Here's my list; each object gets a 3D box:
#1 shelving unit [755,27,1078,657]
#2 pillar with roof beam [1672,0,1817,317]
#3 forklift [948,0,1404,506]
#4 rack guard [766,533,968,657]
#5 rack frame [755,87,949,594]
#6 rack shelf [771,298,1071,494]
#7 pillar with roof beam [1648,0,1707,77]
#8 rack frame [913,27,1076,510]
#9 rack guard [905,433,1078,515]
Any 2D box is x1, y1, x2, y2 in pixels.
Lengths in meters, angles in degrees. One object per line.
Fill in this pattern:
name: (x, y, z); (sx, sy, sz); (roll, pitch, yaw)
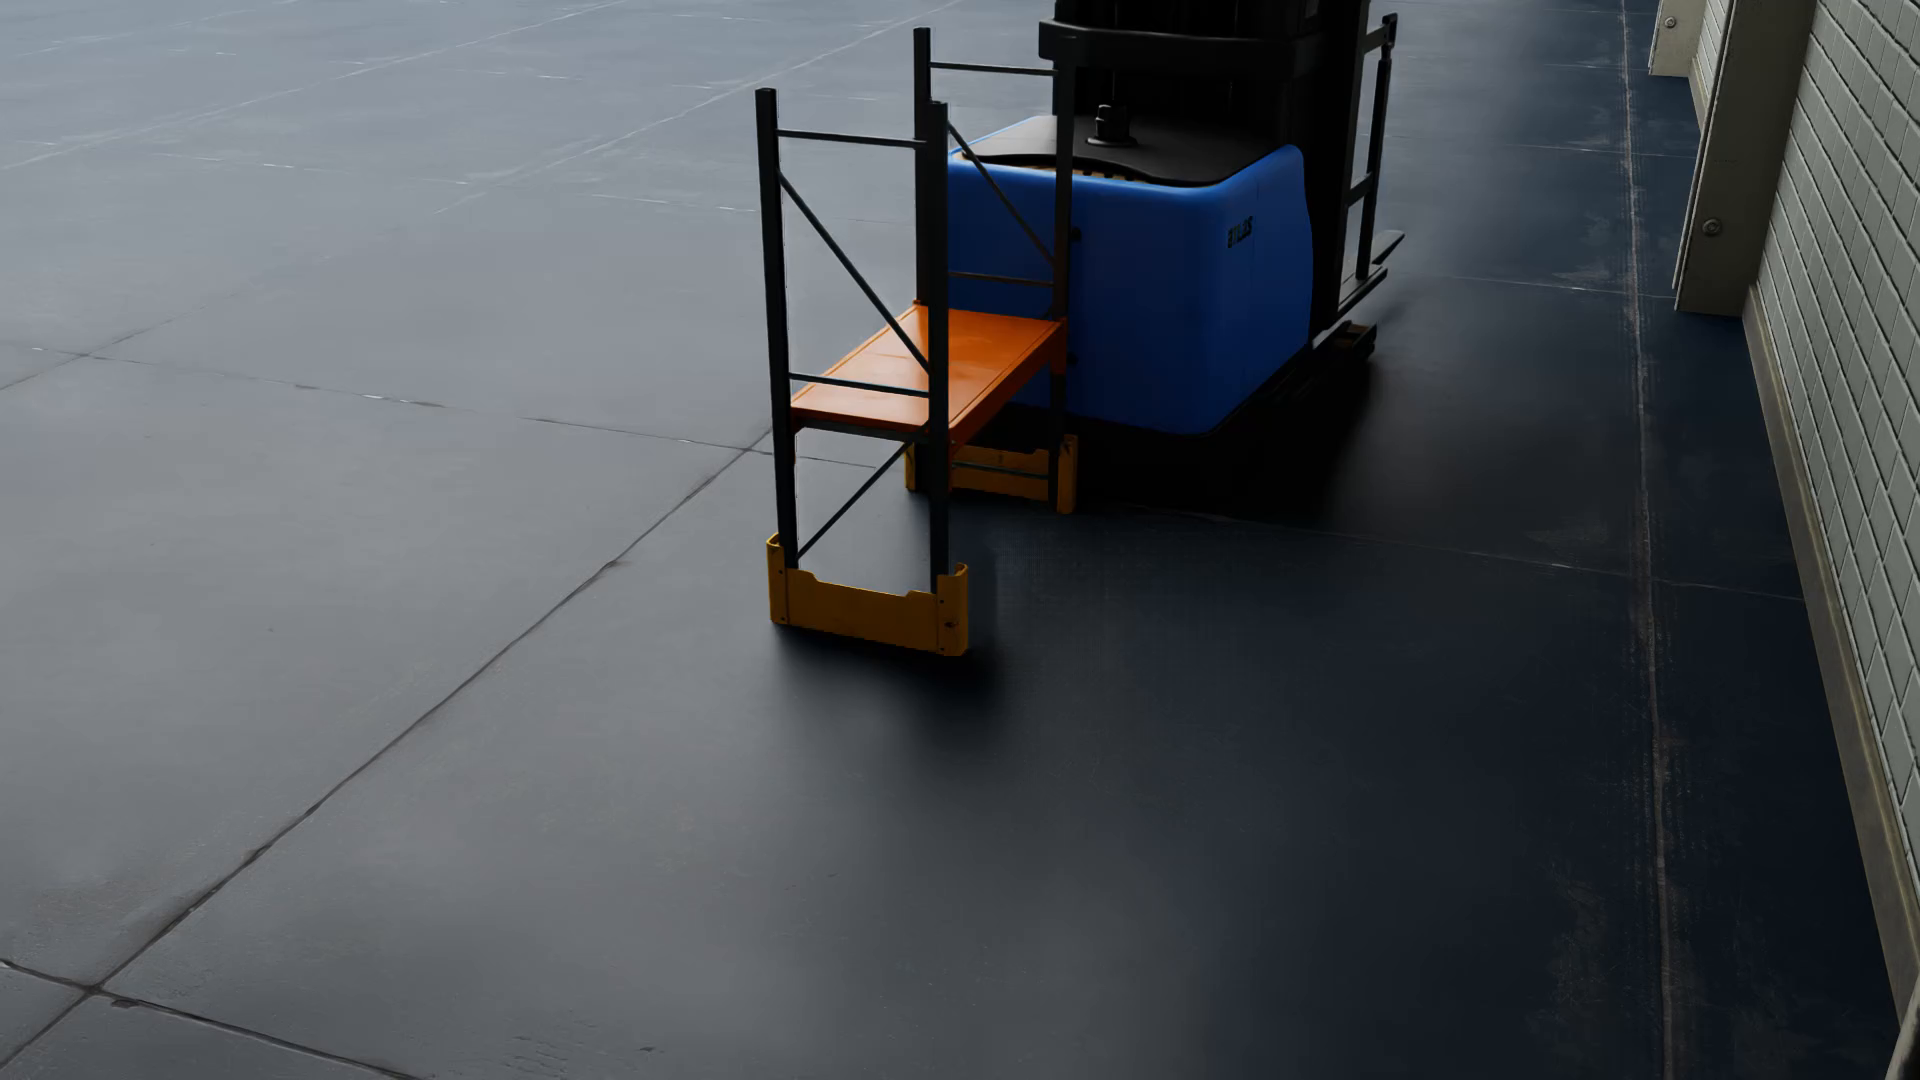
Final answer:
shelving unit: (-0.081, -0.614, 4.798); (0.587, 1.500, 1.083); (10, 27, 19)
pillar with roof beam: (-0.690, -5.747, 6.794); (9.100, 9.000, 0.400); (9, 27, 17)
forklift: (1.026, -2.033, 6.085); (1.130, 2.935, 3.031); (13, 29, 26)
rack guard: (-0.261, 0.151, 4.652); (0.587, 0.250, 0.087); (10, 27, 19)
rack frame: (-0.268, -0.404, 4.363); (0.500, 1.500, 0.032); (10, 27, 19)
rack shelf: (-0.084, -0.449, 4.868); (0.538, 0.185, 1.000); (10, 27, 19)
pillar with roof beam: (1.307, -8.213, 11.887); (9.100, 9.000, 0.400); (9, 27, 17)
rack frame: (0.099, -0.817, 5.217); (0.500, 1.500, 0.032); (10, 27, 19)
rack guard: (0.099, -0.254, 5.488); (0.587, 0.250, 0.087); (10, 27, 19)
